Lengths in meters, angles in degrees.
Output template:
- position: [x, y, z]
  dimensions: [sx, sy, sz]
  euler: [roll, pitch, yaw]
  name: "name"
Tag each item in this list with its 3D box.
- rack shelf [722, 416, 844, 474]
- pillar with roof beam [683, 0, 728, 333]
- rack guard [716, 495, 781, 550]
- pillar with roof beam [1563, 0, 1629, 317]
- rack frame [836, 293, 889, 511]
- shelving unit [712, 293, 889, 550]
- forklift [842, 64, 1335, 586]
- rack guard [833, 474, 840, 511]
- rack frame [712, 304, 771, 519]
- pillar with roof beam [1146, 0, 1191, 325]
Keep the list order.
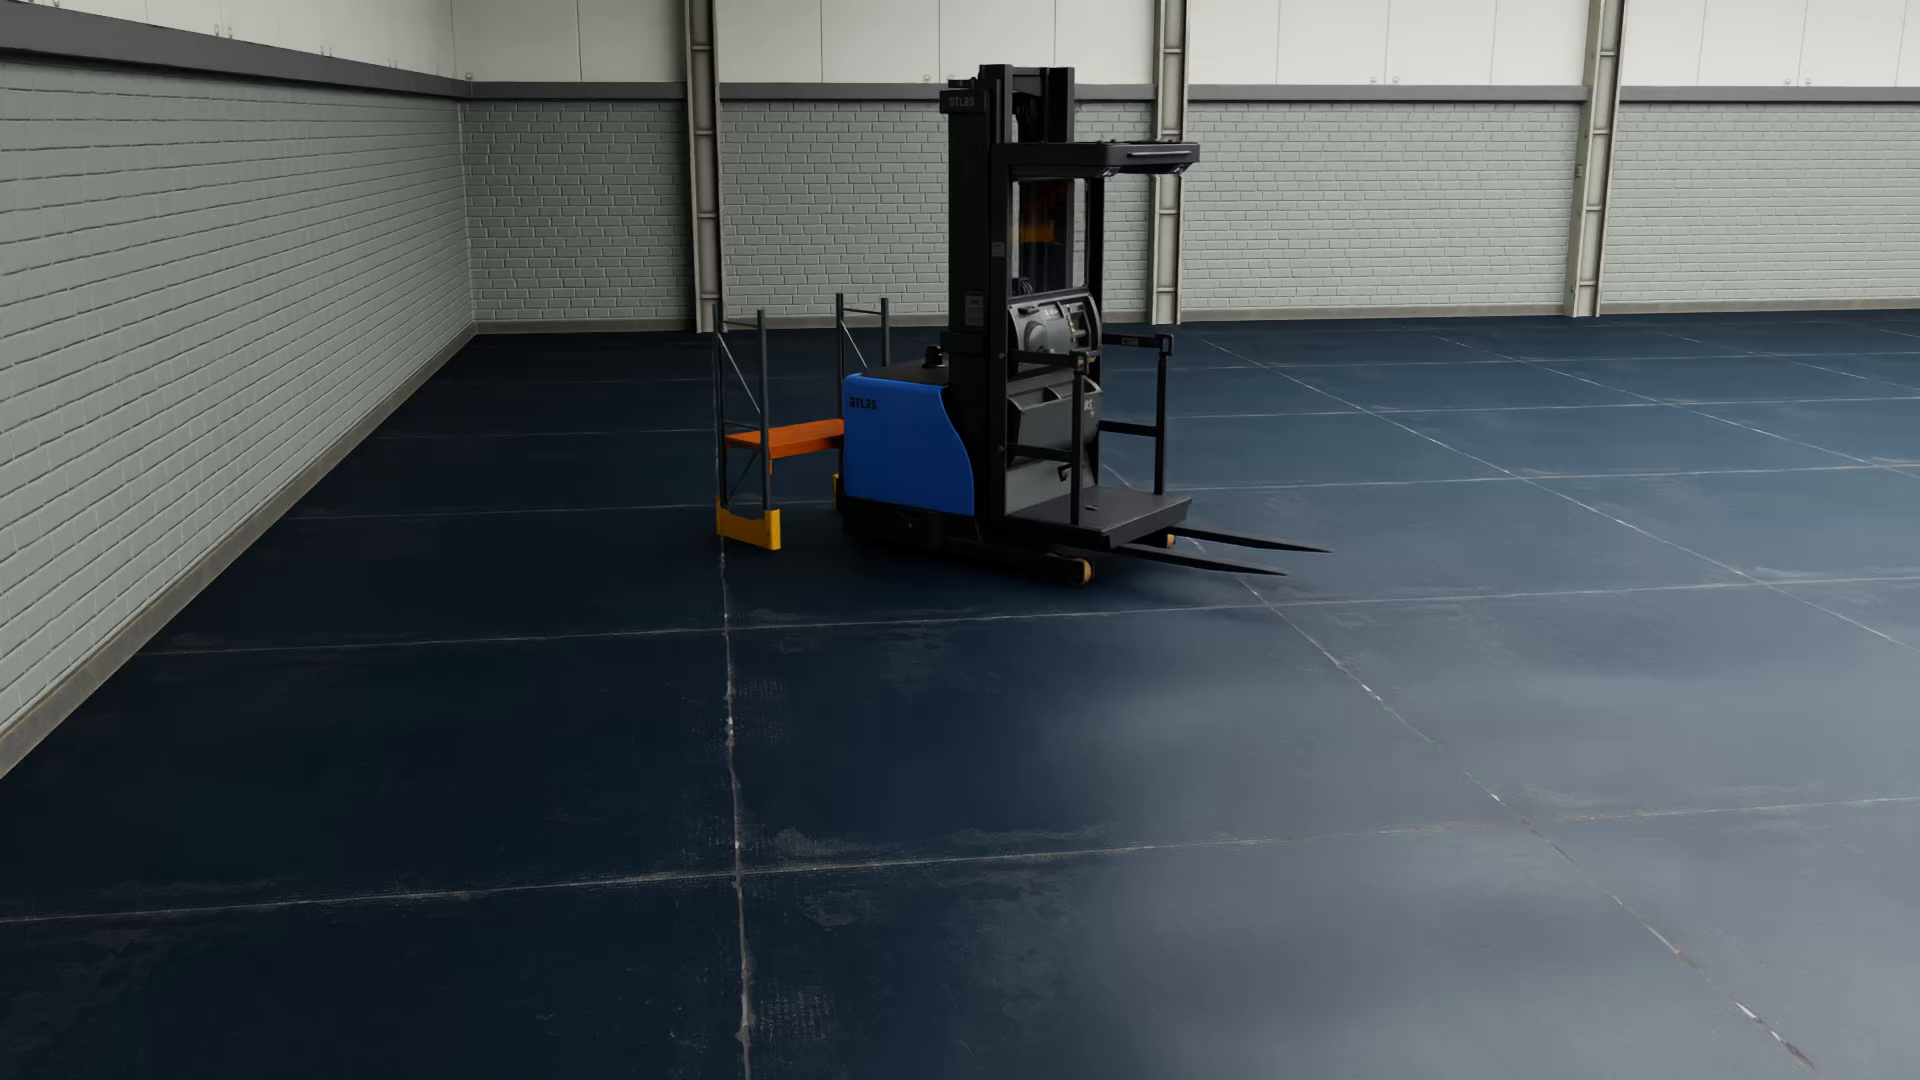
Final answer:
- position: [-1.013, -0.631, 10.895]
  dimensions: [1.000, 0.185, 0.538]
  euler: [-13, 19, -43]
  name: "rack shelf"
- position: [-2.562, -6.027, 16.255]
  dimensions: [0.400, 9.000, 9.100]
  euler: [-2, 14, -8]
  name: "pillar with roof beam"
- position: [-1.362, -0.116, 10.671]
  dimensions: [0.087, 0.250, 0.587]
  euler: [-13, 19, -43]
  name: "rack guard"
- position: [9.304, -6.462, 17.989]
  dimensions: [0.400, 9.000, 9.100]
  euler: [-2, 14, -8]
  name: "pillar with roof beam"
- position: [-0.650, -0.892, 11.196]
  dimensions: [0.032, 1.500, 0.500]
  euler: [-13, 19, -43]
  name: "rack frame"
- position: [-1.007, -0.807, 10.857]
  dimensions: [1.083, 1.500, 0.587]
  euler: [-13, 19, -43]
  name: "shelving unit"
- position: [0.742, -1.299, 9.875]
  dimensions: [3.031, 2.935, 1.130]
  euler: [10, 17, 34]
  name: "forklift"
- position: [-0.651, -0.286, 11.347]
  dimensions: [0.087, 0.250, 0.587]
  euler: [-13, 19, -43]
  name: "rack guard"
- position: [-1.376, -0.719, 10.506]
  dimensions: [0.032, 1.500, 0.500]
  euler: [-13, 19, -43]
  name: "rack frame"
- position: [3.371, -6.244, 17.122]
  dimensions: [0.400, 9.000, 9.100]
  euler: [-2, 14, -8]
  name: "pillar with roof beam"
